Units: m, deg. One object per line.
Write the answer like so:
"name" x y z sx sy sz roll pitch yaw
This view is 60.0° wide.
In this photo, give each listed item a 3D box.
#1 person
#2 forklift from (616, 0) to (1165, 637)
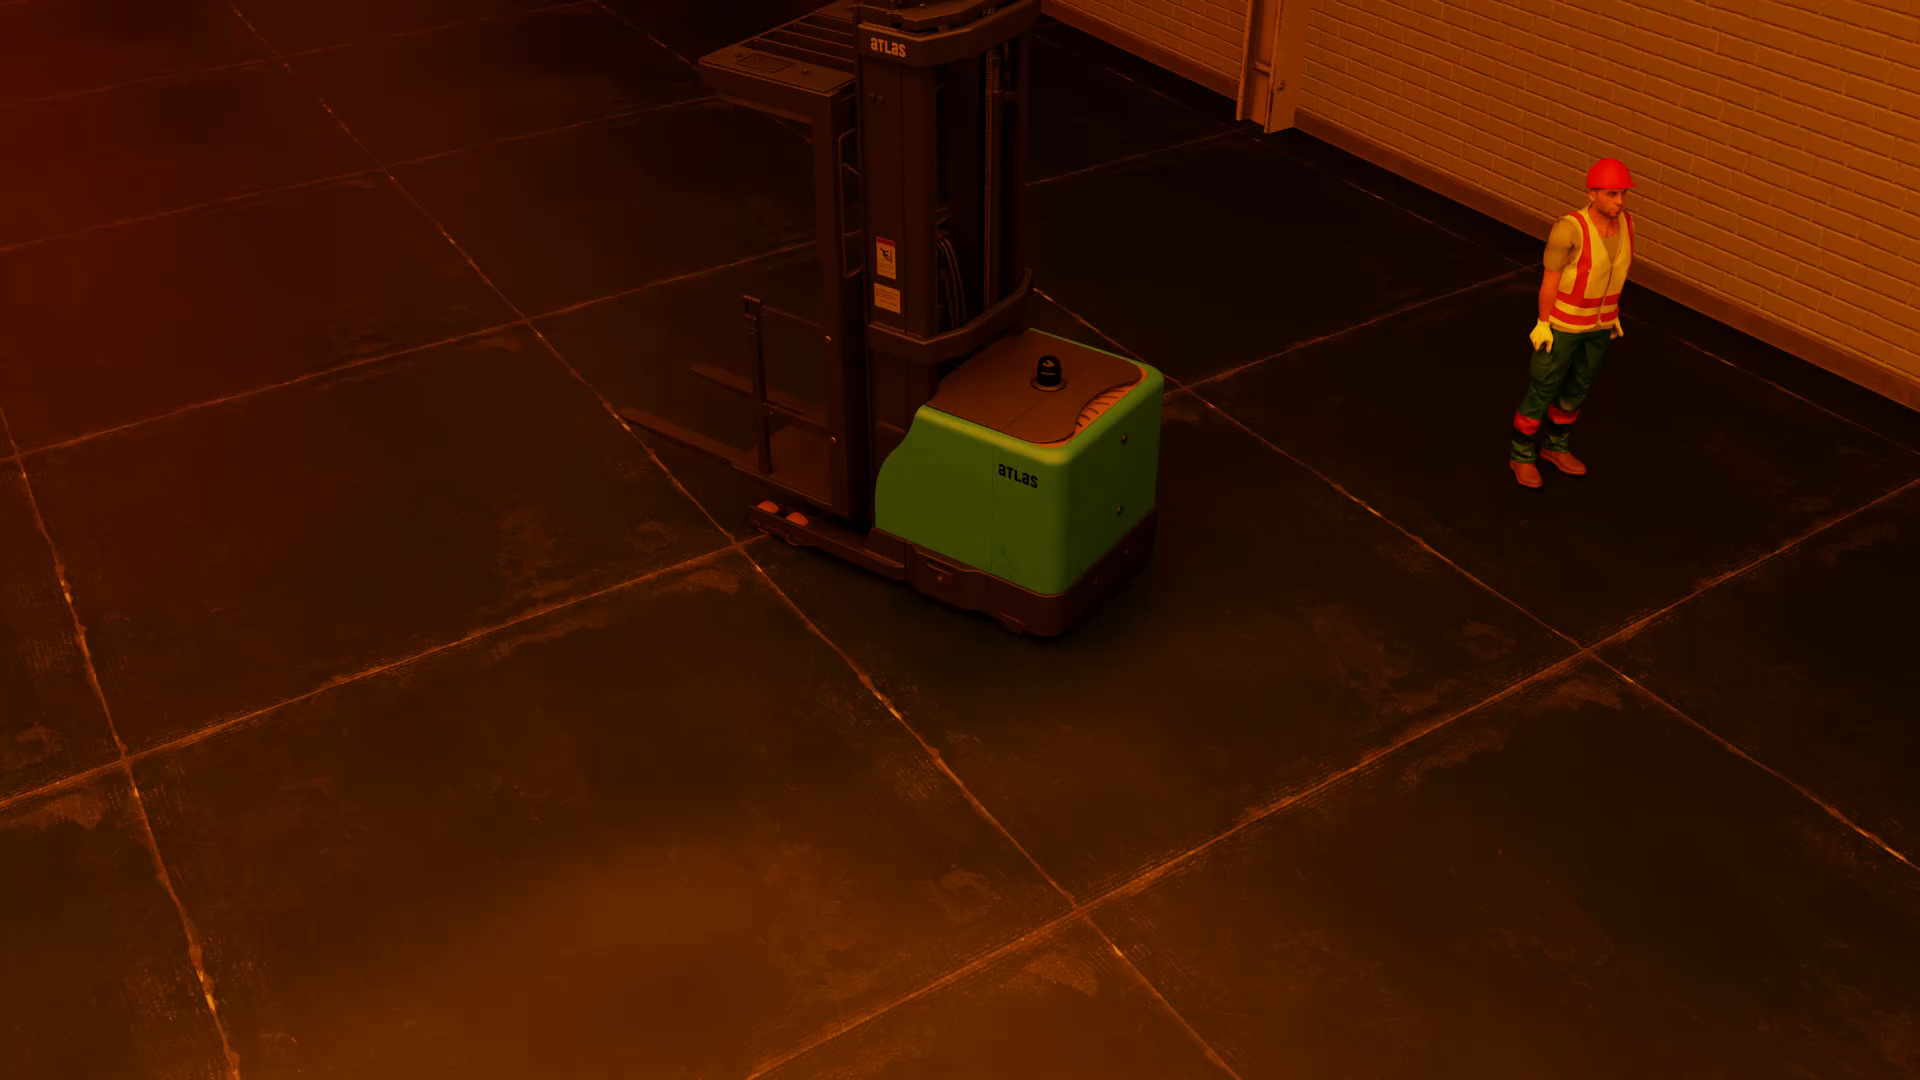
"person" 3.269 -1.136 8.757 0.525 1.795 0.368 -13 37 -18
"forklift" -0.500 -1.399 8.138 3.031 2.935 1.130 22 41 28
